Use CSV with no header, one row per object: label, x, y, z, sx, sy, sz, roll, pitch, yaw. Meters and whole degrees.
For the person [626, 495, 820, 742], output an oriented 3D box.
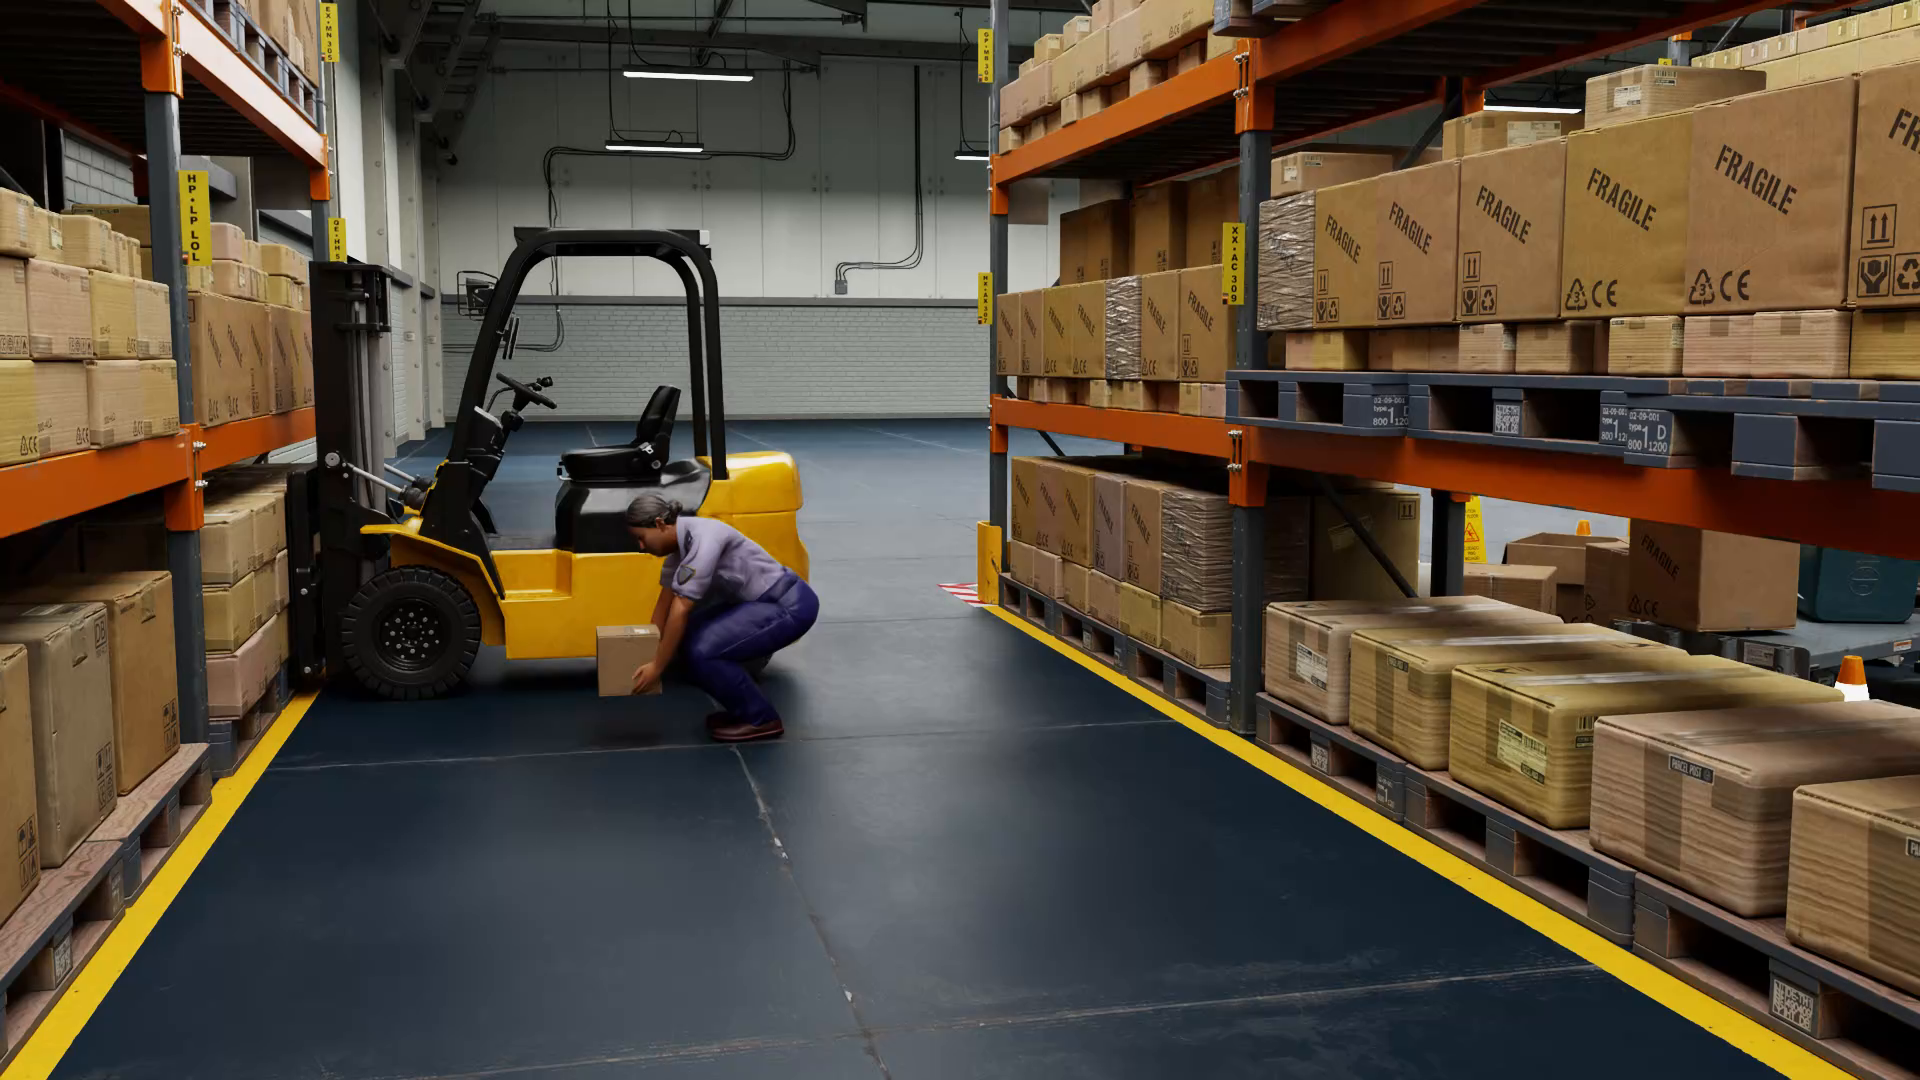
person,-0.986,0.309,6.875,0.803,1.013,0.529,-2,6,-14
